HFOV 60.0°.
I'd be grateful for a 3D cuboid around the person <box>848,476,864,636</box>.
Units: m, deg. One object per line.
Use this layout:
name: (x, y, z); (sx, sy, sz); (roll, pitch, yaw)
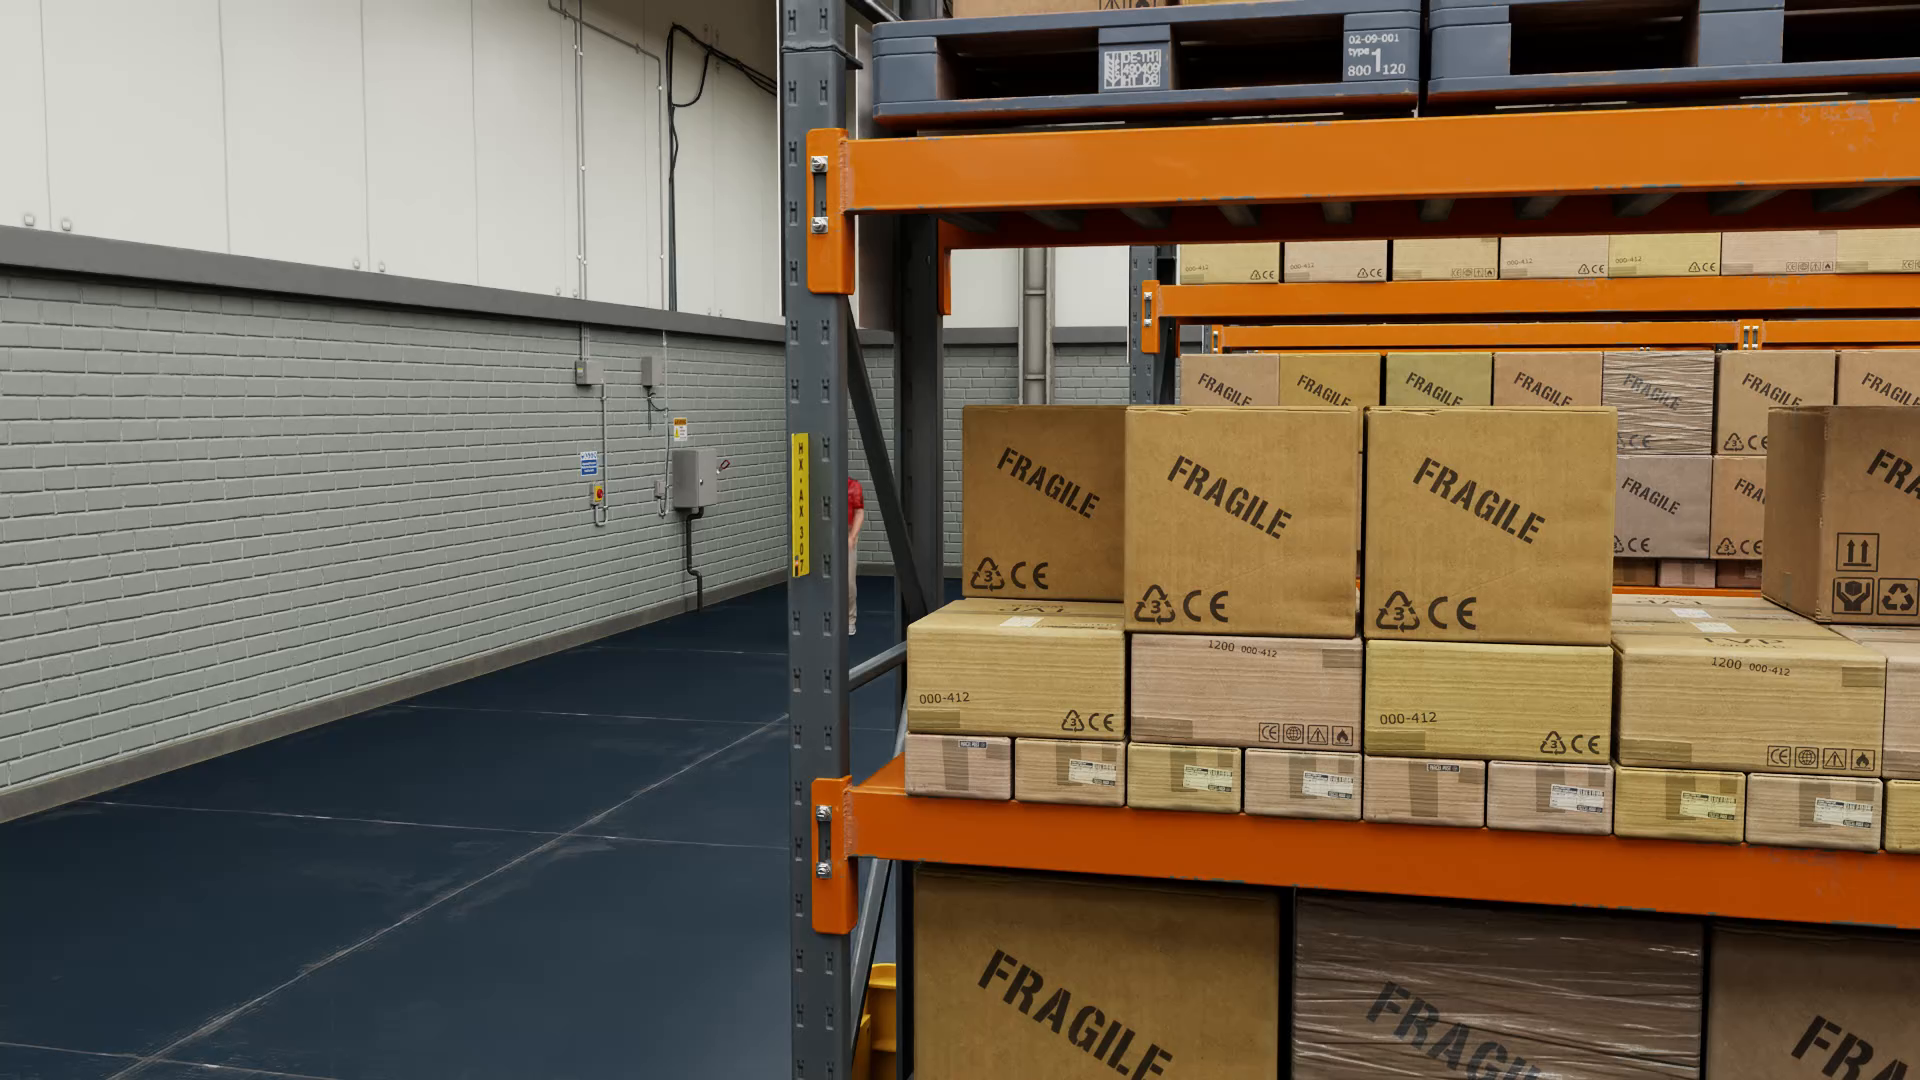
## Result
person: (-1.185, 0.029, 15.722); (0.547, 1.733, 0.405); (1, 5, 12)
